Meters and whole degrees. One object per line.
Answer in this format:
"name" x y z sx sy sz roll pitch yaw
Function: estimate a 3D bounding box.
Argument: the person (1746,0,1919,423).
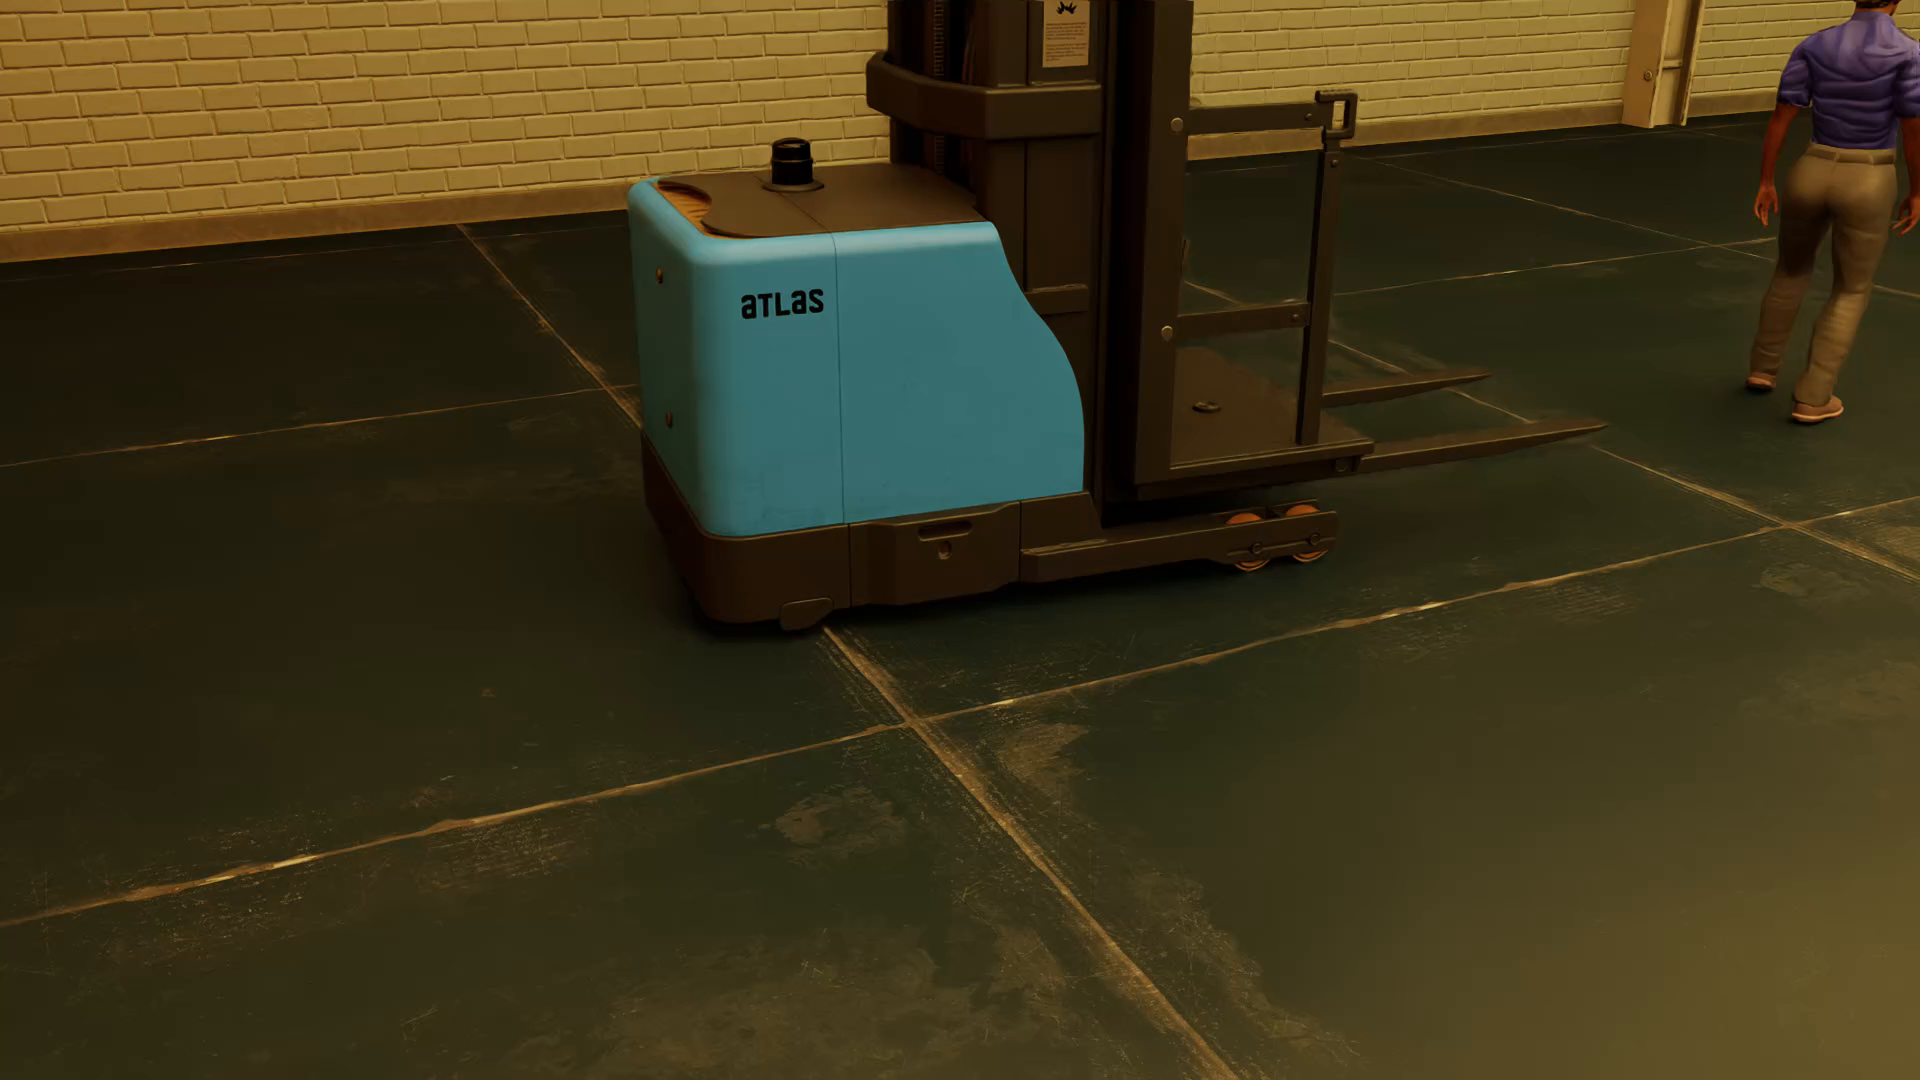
"person" 3.208 -1.246 6.050 0.502 1.702 0.553 -19 29 -38

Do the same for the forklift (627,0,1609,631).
"forklift" 0.590 -1.445 4.763 3.031 2.935 1.130 -8 24 -19
